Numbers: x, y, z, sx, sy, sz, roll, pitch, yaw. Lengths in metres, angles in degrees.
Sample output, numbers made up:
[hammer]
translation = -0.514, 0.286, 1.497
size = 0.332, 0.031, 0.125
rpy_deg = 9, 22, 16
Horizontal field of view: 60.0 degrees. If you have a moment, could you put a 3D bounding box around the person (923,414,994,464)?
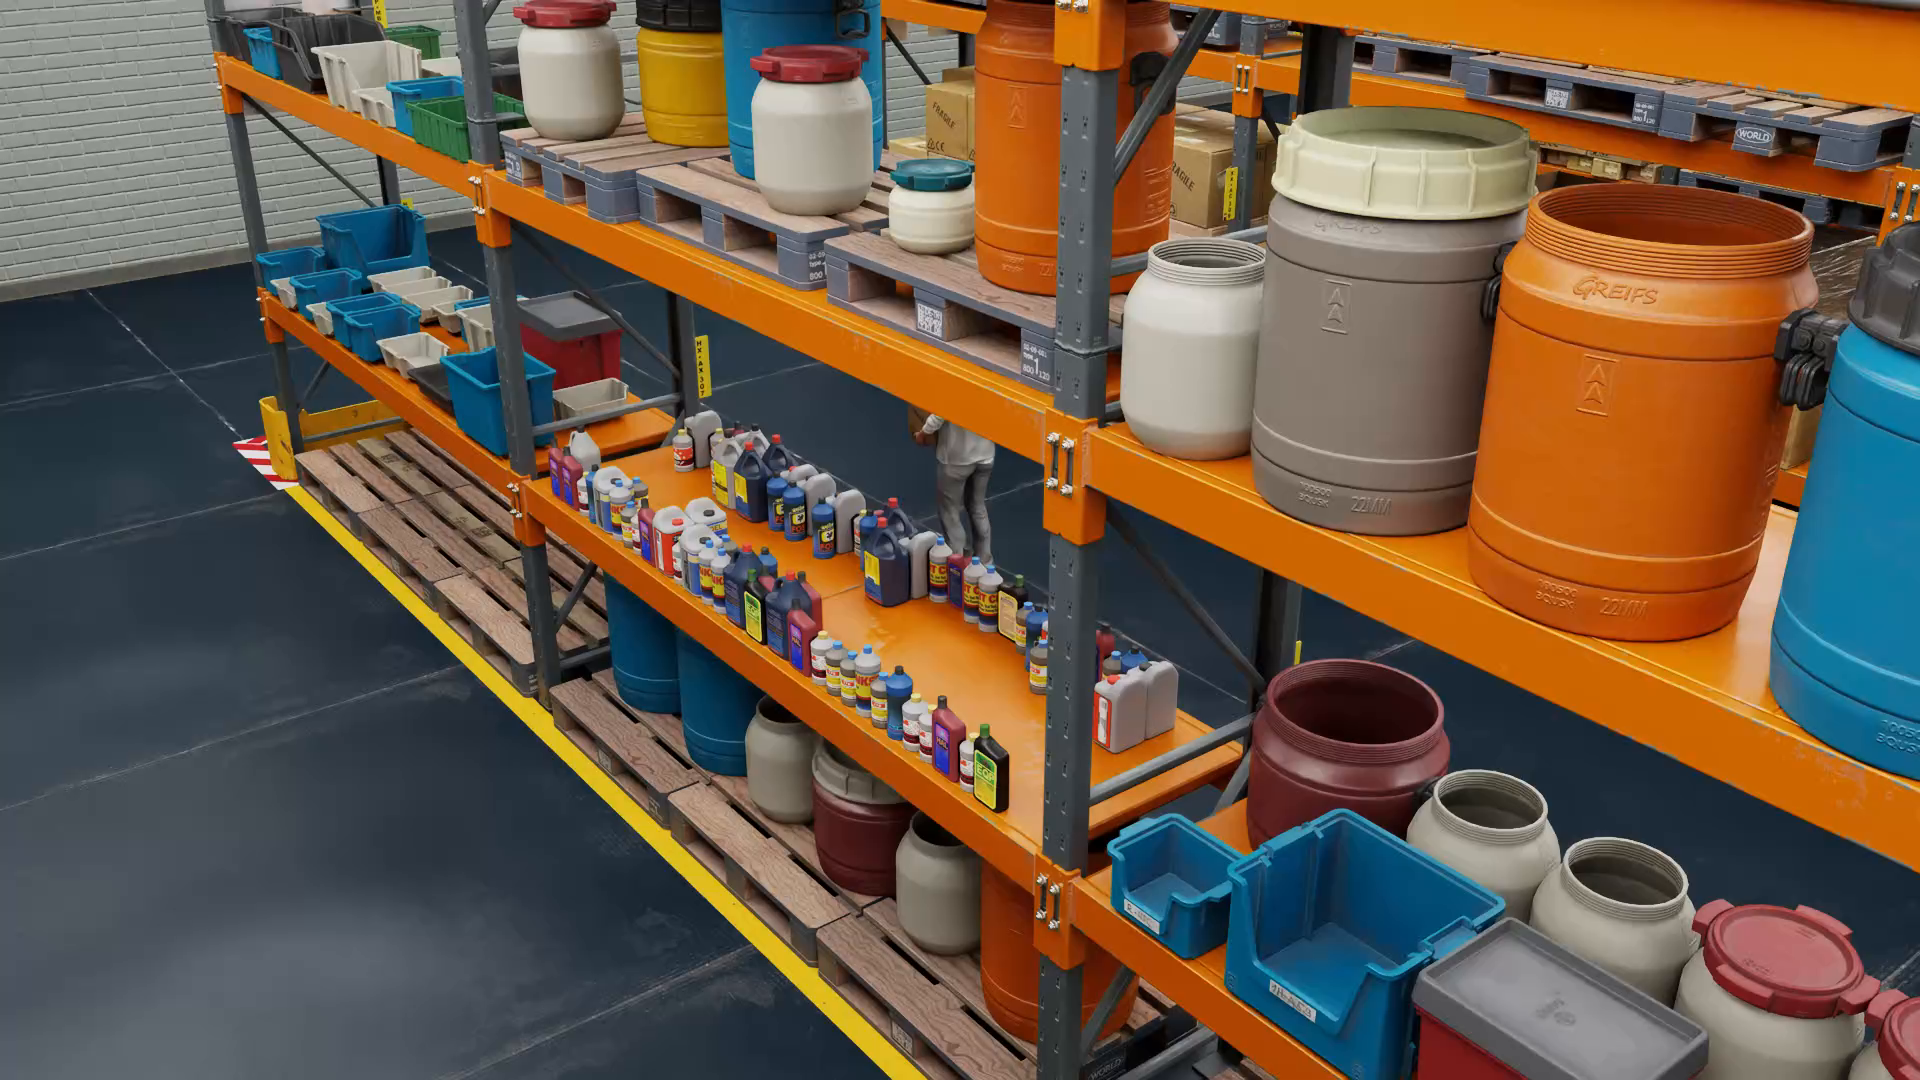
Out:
[person]
translation = 0.021, -0.723, 9.511
size = 0.408, 0.542, 0.317
rpy_deg = -18, 31, -34
